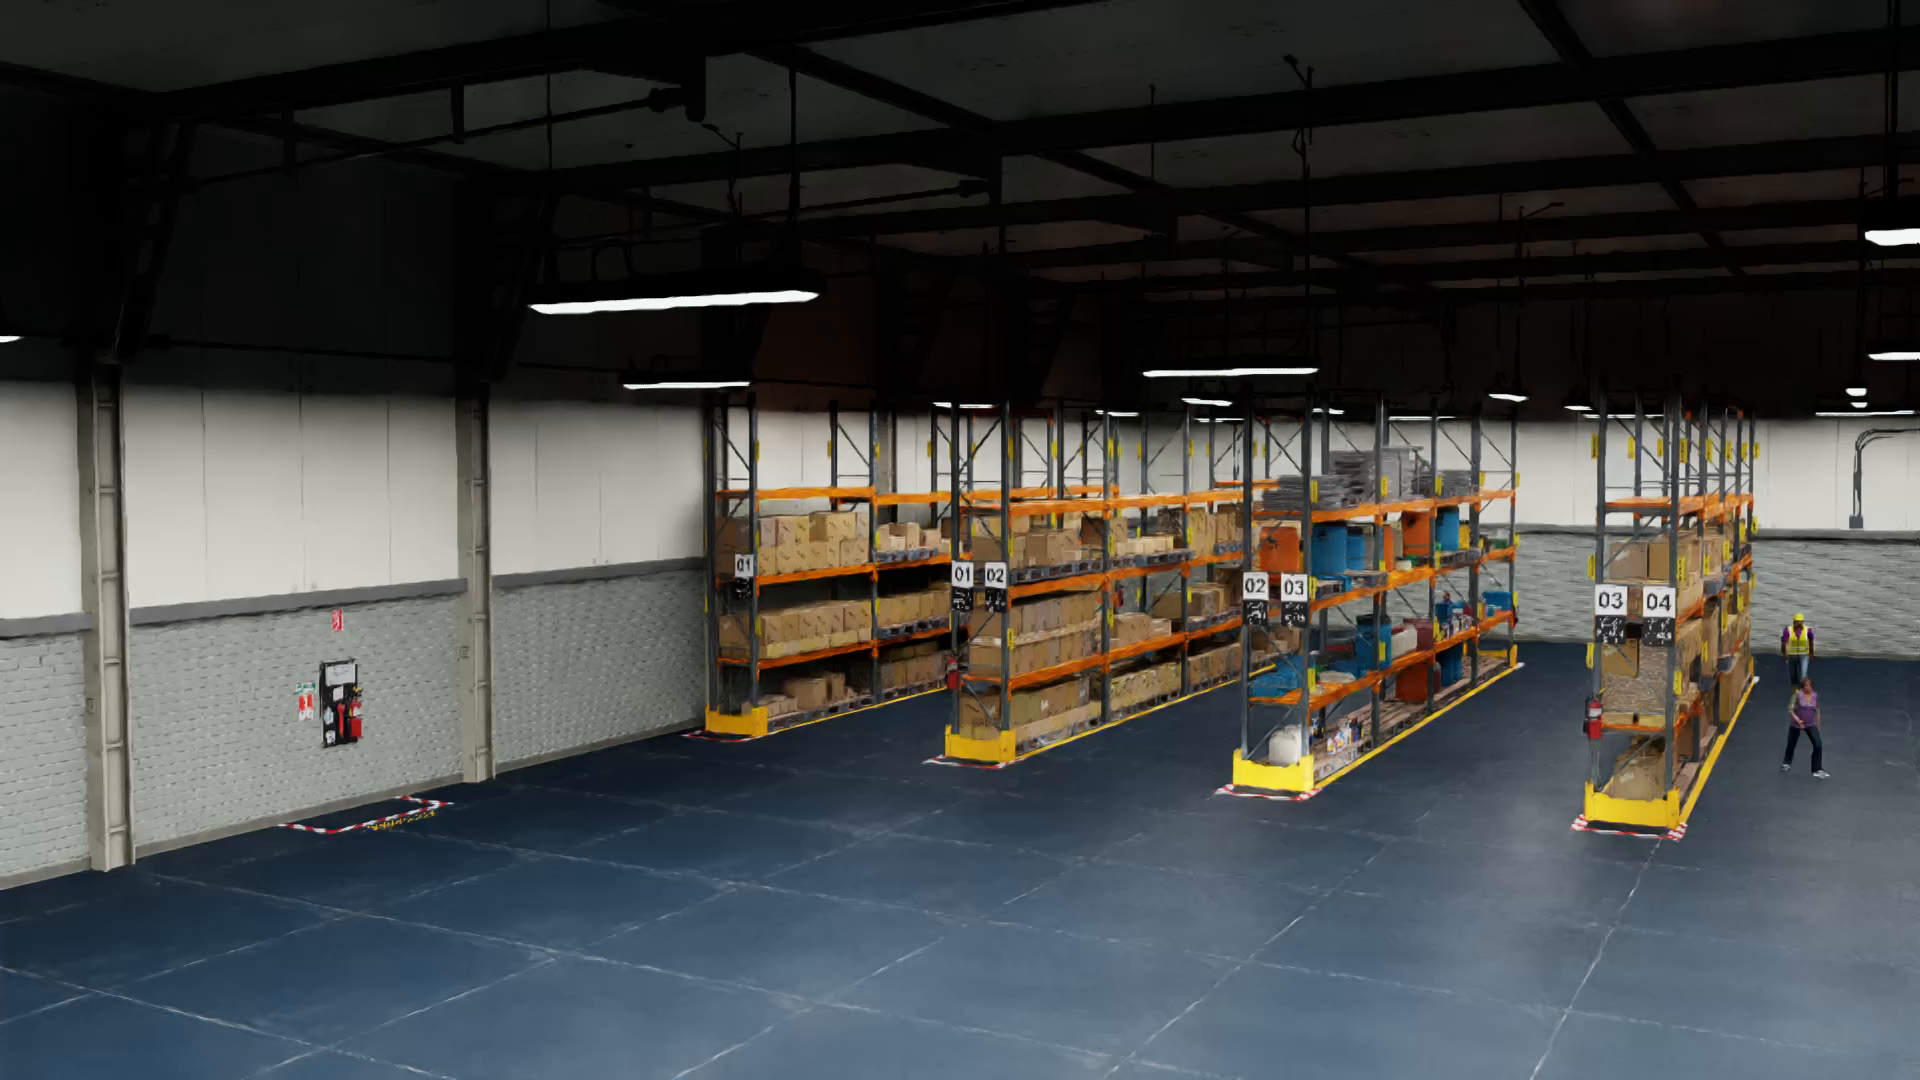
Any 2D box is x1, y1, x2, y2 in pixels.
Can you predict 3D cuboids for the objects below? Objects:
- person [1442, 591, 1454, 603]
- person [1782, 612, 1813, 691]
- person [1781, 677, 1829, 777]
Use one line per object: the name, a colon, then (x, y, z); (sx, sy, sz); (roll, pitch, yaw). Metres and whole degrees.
person: (11.821, 2.021, 40.217); (0.890, 1.600, 0.474); (-3, 4, -44)
person: (17.059, 2.315, 33.891); (0.577, 1.691, 1.121); (2, 4, 31)
person: (12.990, 2.841, 25.599); (0.561, 1.525, 0.788); (1, 3, 11)
